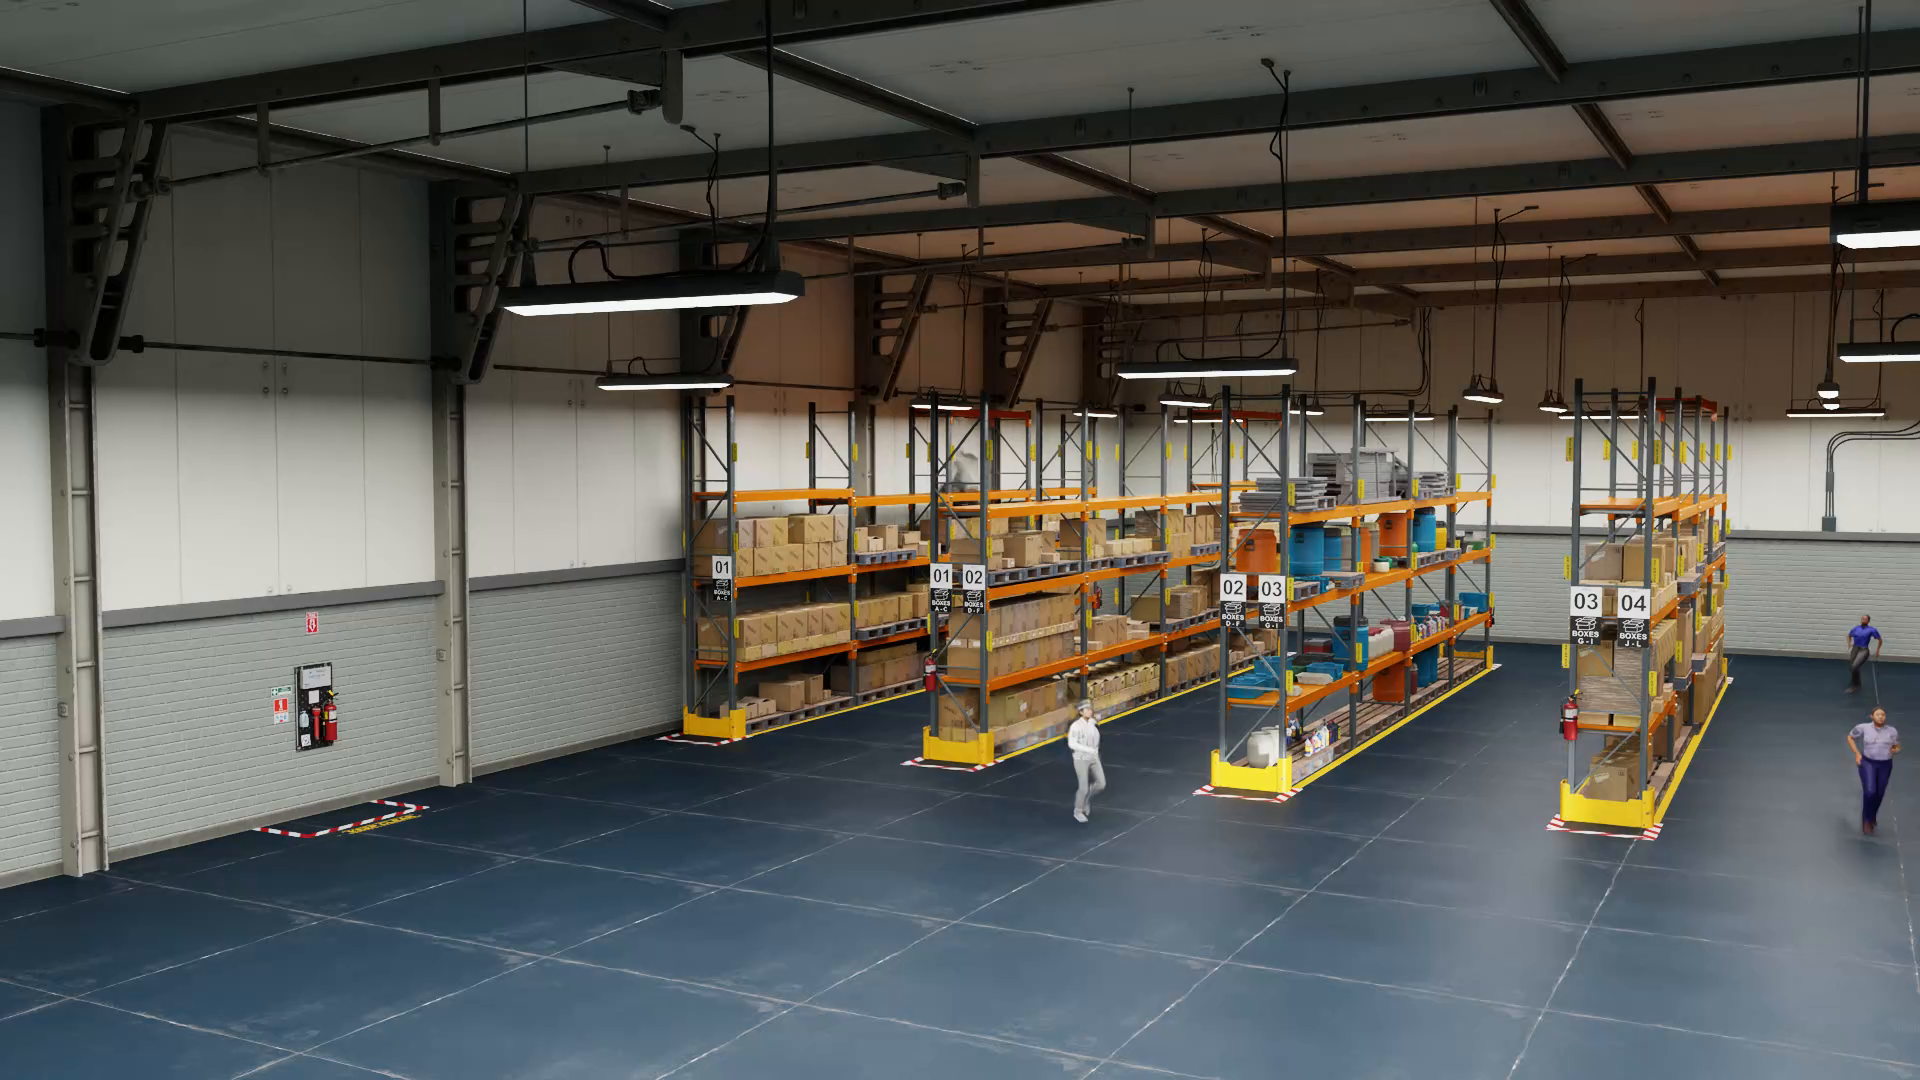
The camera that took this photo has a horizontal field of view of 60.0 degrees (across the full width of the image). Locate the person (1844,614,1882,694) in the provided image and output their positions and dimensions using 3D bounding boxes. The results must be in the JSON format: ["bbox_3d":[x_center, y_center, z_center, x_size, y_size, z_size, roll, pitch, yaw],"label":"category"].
[{"bbox_3d":[18.688,2.370,34.543,0.607,1.666,0.626,-2,3,-30],"label":"person"}]

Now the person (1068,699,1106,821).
[{"bbox_3d":[1.747,2.981,22.499,0.633,1.673,0.565,-2,4,-35],"label":"person"}]

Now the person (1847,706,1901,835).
[{"bbox_3d":[12.080,3.040,21.935,0.582,1.702,0.725,1,3,10],"label":"person"}]
